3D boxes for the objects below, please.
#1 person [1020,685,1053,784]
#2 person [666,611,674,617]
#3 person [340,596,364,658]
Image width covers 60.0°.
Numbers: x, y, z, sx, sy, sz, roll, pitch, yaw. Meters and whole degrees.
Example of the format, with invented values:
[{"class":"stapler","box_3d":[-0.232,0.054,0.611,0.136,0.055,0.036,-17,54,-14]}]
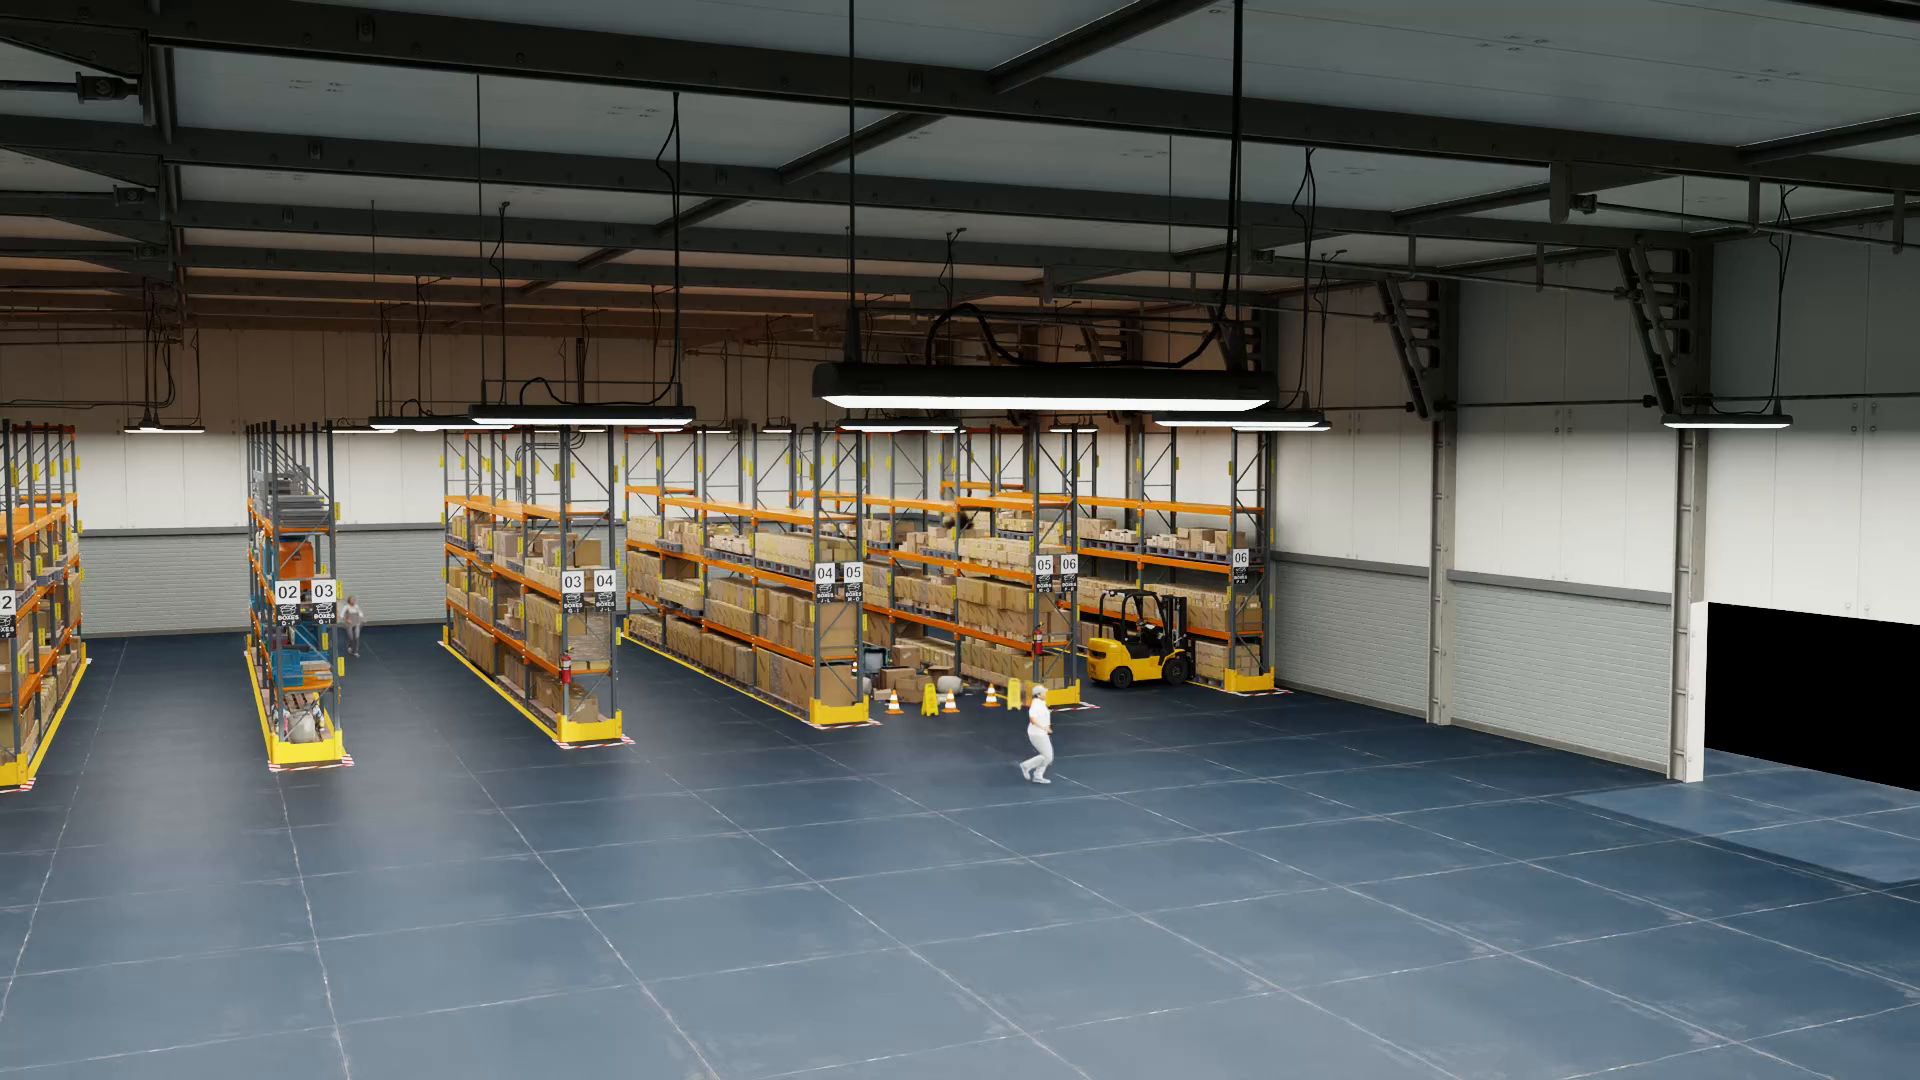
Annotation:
[{"class":"person","box_3d":[1.269,3.199,27.391,0.544,1.621,0.596,0,4,3]},{"class":"person","box_3d":[-8.579,1.817,49.130,0.595,1.740,0.781,2,4,29]},{"class":"person","box_3d":[-15.797,2.259,43.209,0.593,1.592,0.688,-3,5,-42]}]
